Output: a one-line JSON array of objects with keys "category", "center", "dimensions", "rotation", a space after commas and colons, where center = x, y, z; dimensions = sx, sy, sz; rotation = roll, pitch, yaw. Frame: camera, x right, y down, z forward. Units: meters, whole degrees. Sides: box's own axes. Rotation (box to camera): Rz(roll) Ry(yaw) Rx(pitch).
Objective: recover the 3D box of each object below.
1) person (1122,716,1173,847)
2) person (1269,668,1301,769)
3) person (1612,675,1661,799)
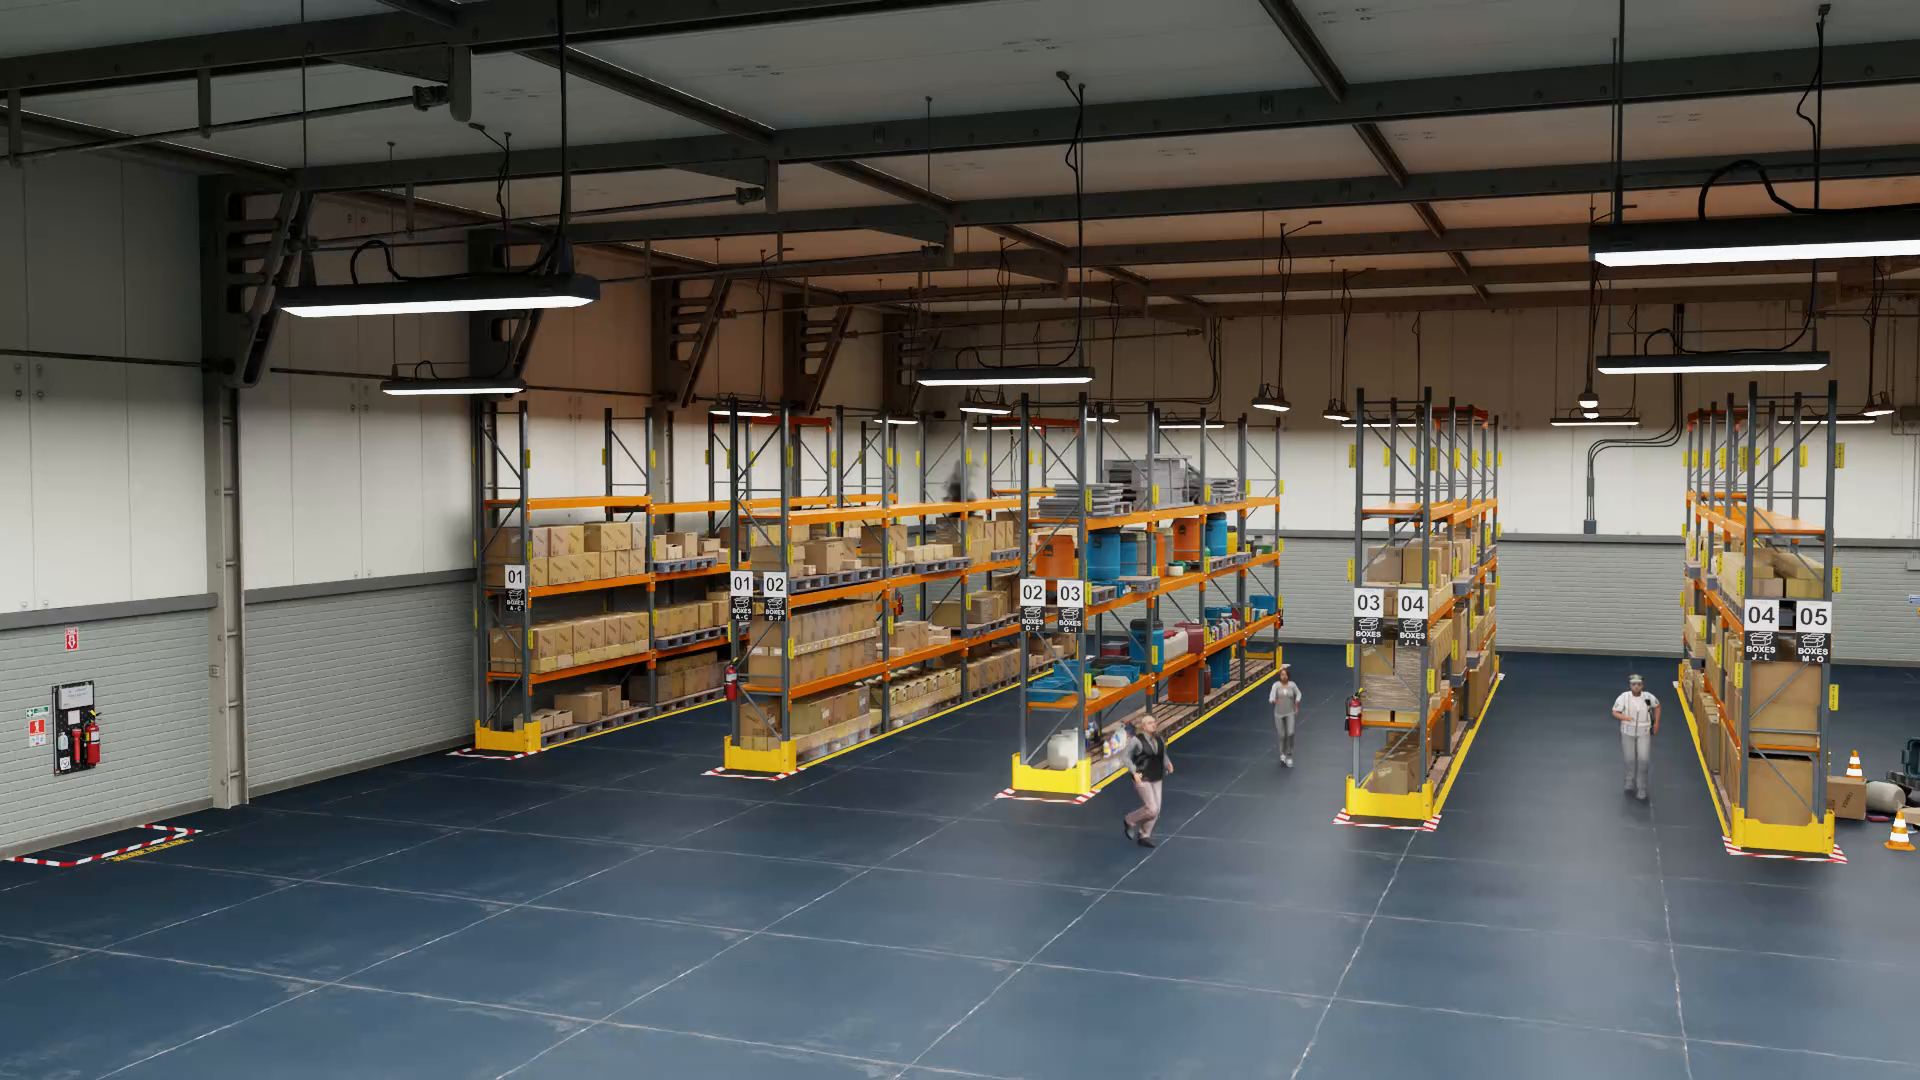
[{"category": "person", "center": [2.456, 3.116, 21.506], "dimensions": [0.652, 1.693, 0.610], "rotation": [-2, 3, -35]}, {"category": "person", "center": [5.287, 2.890, 27.071], "dimensions": [0.513, 1.634, 0.702], "rotation": [1, 3, 12]}, {"category": "person", "center": [10.085, 2.929, 24.808], "dimensions": [0.670, 1.855, 0.808], "rotation": [1, 3, 22]}]
